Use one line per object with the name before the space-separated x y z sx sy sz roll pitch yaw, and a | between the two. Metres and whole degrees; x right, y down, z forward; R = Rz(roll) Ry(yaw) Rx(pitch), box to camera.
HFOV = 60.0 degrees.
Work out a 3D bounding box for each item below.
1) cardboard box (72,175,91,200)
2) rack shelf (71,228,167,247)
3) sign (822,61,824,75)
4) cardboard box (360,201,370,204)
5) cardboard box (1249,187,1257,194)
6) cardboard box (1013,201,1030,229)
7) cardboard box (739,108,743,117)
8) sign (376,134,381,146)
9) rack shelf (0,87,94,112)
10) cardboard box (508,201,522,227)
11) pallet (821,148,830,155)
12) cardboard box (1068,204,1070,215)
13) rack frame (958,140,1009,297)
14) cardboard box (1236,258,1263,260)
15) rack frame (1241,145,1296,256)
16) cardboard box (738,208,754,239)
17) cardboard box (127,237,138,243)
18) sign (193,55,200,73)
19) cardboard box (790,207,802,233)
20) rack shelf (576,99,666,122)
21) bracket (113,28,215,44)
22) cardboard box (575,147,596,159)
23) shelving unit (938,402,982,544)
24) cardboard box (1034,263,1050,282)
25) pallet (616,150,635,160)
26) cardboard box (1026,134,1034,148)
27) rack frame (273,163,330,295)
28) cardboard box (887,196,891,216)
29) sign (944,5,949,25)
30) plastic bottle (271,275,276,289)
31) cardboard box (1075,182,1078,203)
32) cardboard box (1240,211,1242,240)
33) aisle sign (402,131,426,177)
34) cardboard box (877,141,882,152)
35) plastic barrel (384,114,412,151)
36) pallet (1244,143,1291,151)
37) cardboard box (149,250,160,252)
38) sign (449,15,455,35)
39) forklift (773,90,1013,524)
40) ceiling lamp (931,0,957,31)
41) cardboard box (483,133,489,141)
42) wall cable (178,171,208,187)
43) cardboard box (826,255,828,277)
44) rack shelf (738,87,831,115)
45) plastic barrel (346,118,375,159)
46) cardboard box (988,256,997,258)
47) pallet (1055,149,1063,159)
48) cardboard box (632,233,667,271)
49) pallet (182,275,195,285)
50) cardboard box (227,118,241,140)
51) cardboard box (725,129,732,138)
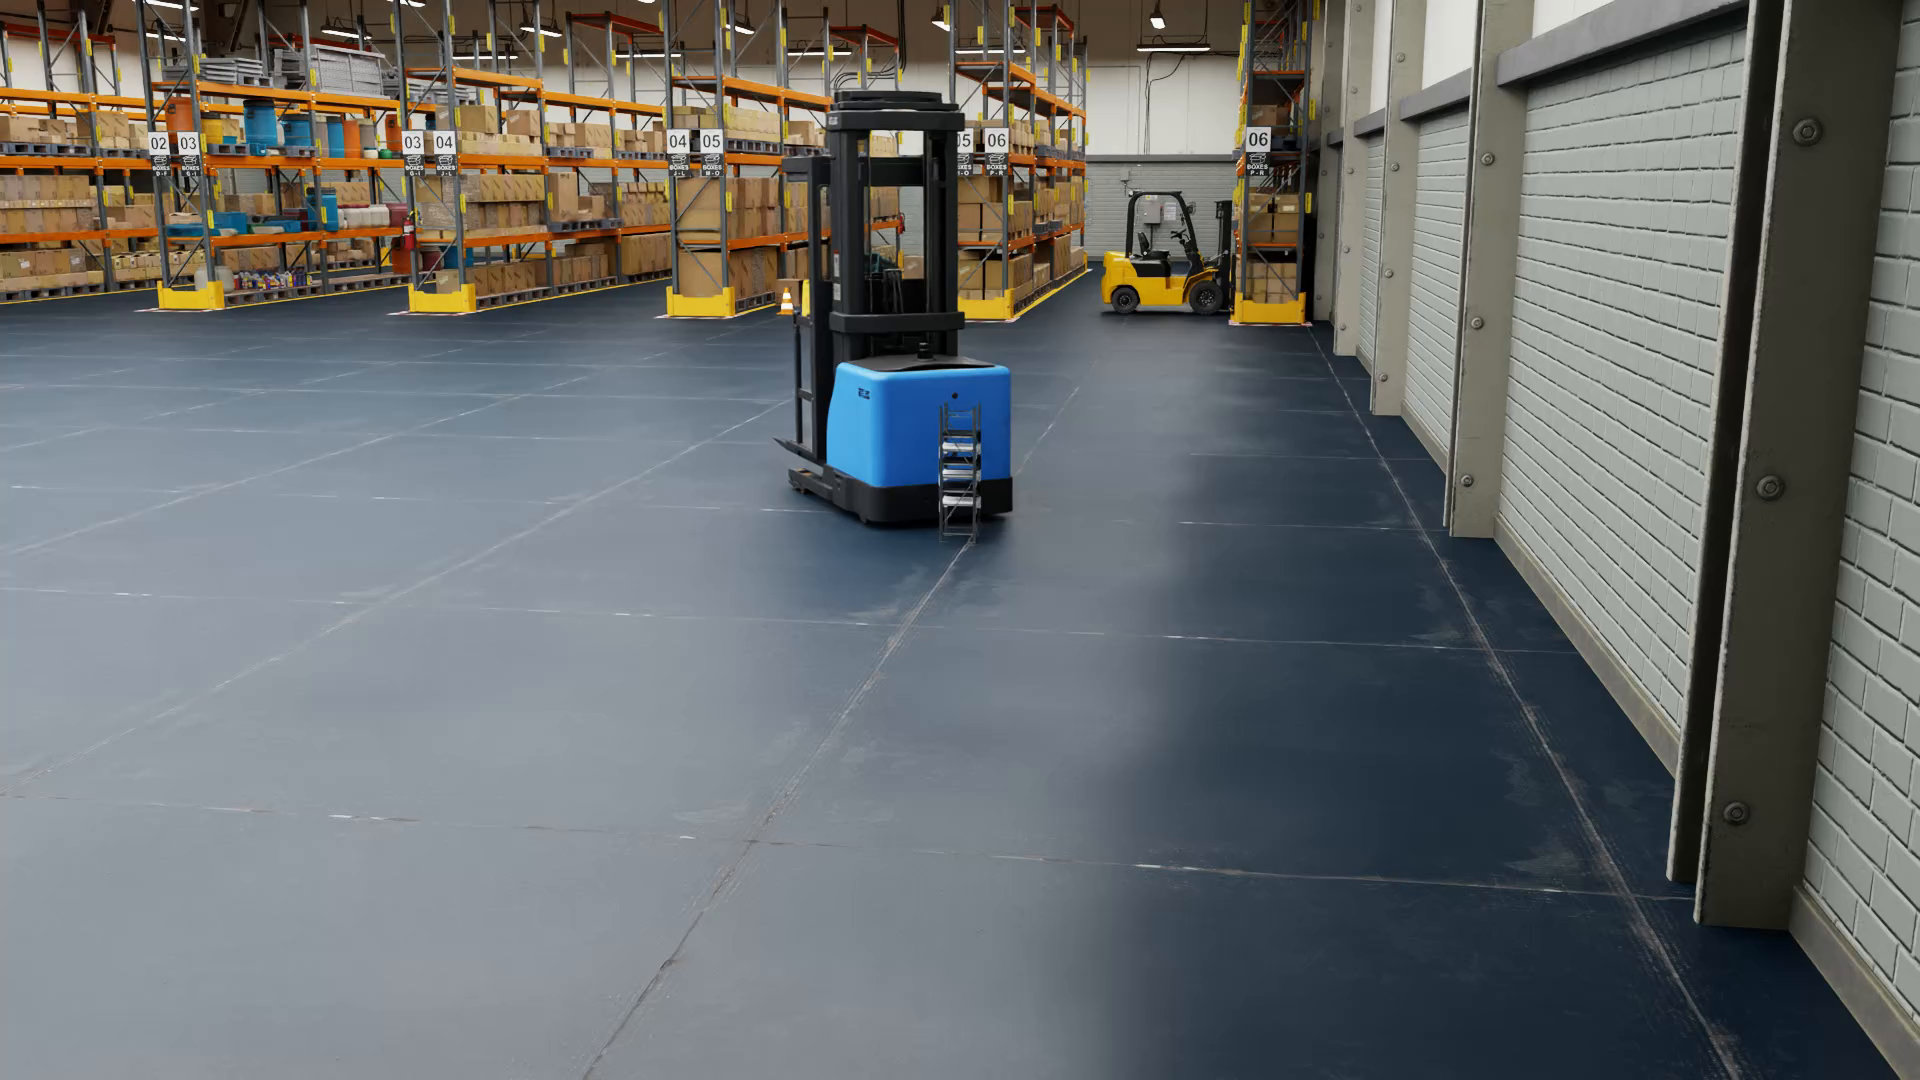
cardboard box | -18.703 -7.383 34.814 0.700 0.500 0.500 2 12 9
rack shelf | -18.333 -6.857 37.399 1.077 0.370 4.000 2 12 9
sign | -3.270 -11.404 40.143 0.100 0.325 0.005 2 12 9
cardboard box | -16.671 -9.129 45.997 0.500 0.500 0.500 2 12 9
cardboard box | 7.124 -8.528 41.316 0.500 0.500 0.500 2 12 10
cardboard box | 1.044 -6.136 31.402 0.500 0.500 0.500 2 12 11
cardboard box | -4.098 -7.661 29.771 0.380 0.149 0.250 2 12 9
sign | -16.250 -11.167 46.470 0.100 0.325 0.005 2 12 9
rack shelf | -18.948 -8.762 32.945 1.077 0.370 4.000 2 12 9
cardboard box | -9.072 -6.363 32.455 0.875 0.500 0.500 2 12 9
pallet | -3.399 -8.360 35.993 1.213 0.211 1.003 2 12 11
cardboard box | 2.342 -7.886 39.636 0.500 0.250 0.500 2 12 9
rack frame | 0.324 -5.317 28.545 1.000 3.000 0.127 2 12 9
cardboard box | 5.218 -4.930 29.905 0.500 0.250 0.500 2 12 8
rack frame | 5.845 -5.990 31.666 1.000 3.000 0.127 2 12 9
cardboard box | -4.297 -5.836 30.597 0.875 0.550 0.550 2 12 9
cardboard box | -22.308 -8.047 44.607 0.380 0.149 0.250 2 12 8
sign | -13.819 -8.610 30.082 0.100 0.325 0.005 2 12 9
cardboard box | -3.544 -6.544 34.000 0.500 0.500 0.500 2 12 9
rack shelf | -7.930 -10.105 39.180 1.077 0.370 4.000 2 12 9
bracket | -22.242 -14.095 46.491 0.076 0.066 4.783 2 12 9
cardboard box | -8.211 -8.381 36.000 0.500 0.250 0.500 2 12 10
shelving unit | 0.001 -0.442 10.906 0.258 0.900 0.210 2 12 9
cardboard box | 1.458 -5.786 35.960 0.950 0.372 0.625 1 12 5
pallet | -8.191 -8.813 38.096 1.213 0.211 1.003 2 12 11
cardboard box | 1.137 -7.587 31.608 0.500 0.250 0.500 2 12 8
rack frame | -13.747 -6.631 34.643 1.000 3.000 0.127 2 12 9
cardboard box | -2.089 -8.666 43.144 0.500 0.500 0.500 2 12 9
sign | -0.221 -8.806 27.901 0.100 0.325 0.005 2 12 9
plastic bottle | -13.707 -5.139 33.152 0.097 0.271 0.097 0 12 0
cardboard box | 2.656 -8.655 41.424 0.500 0.500 0.500 2 12 10
cardboard box | 5.280 -5.636 29.788 0.500 0.500 0.500 2 12 9
aisle sign | -9.774 -6.906 29.746 0.394 0.787 0.004 2 12 9
cardboard box | -2.253 -9.892 41.823 0.500 0.250 0.500 2 12 10
plastic barrel | -13.041 -9.463 38.649 0.600 0.830 0.708 2 12 9
pallet | 5.739 -7.234 30.531 1.003 0.211 1.213 2 12 9
cardboard box | -18.469 -6.551 38.471 0.500 0.311 0.500 2 12 7
sign | -8.932 -9.048 29.214 0.100 0.325 0.005 2 12 9
forklift | -0.669 -1.811 12.438 1.130 2.935 3.031 -5 13 -22
ceiling lamp | -0.117 -13.498 38.411 0.800 3.185 2.000 2 12 9
cardboard box | -8.991 -7.488 30.908 0.380 0.149 0.250 2 12 9
wall cable | -22.428 -10.244 48.995 0.084 1.984 1.851 2 12 9
cardboard box | -2.991 -6.244 37.783 0.500 0.500 0.500 1 12 6
rack shelf | -3.660 -9.091 34.473 1.077 0.370 4.000 2 12 9
plastic barrel | -13.472 -9.011 37.377 0.600 0.901 0.600 0 12 0
cardboard box | 0.430 -5.044 31.026 0.500 0.500 0.500 3 12 12
pallet | 1.601 -8.492 36.606 1.213 0.211 1.003 2 12 11
cardboard box | -7.838 -6.983 40.321 1.225 0.875 0.875 1 12 7
pallet | -18.190 -6.092 38.759 1.003 0.211 1.213 2 12 9
cardboard box | -17.795 -9.932 40.229 0.500 0.500 0.500 2 12 9
cardboard box | -4.213 -7.115 29.130 0.380 0.149 0.250 2 12 9
